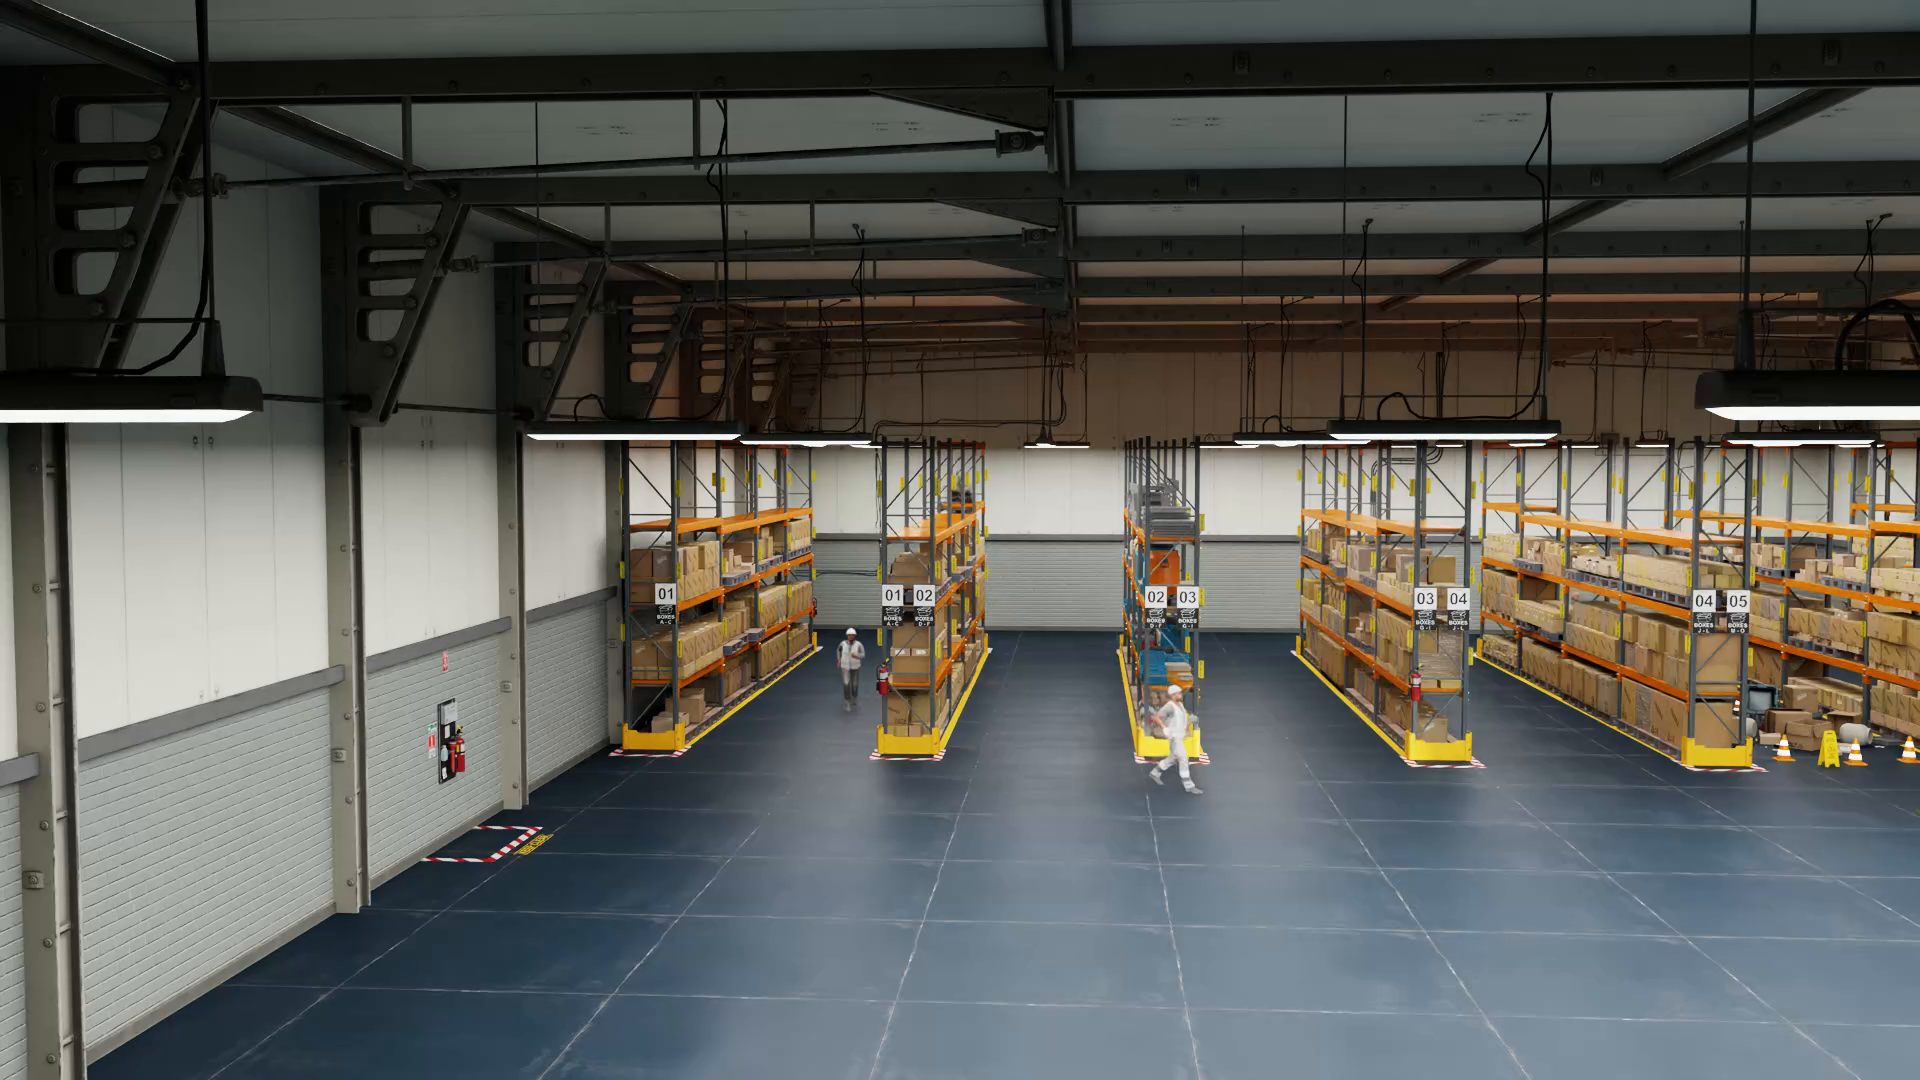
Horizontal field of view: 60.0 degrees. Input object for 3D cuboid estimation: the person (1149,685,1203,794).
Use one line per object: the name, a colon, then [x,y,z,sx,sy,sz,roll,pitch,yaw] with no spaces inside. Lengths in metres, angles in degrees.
person: [3.608,3.308,27.798,1.002,1.773,0.659,2,3,27]

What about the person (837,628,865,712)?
person: [-2.411,2.856,36.840,0.628,1.825,0.868,0,3,-3]

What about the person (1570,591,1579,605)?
person: [17.511,2.328,47.510,0.693,1.719,0.634,0,3,1]
